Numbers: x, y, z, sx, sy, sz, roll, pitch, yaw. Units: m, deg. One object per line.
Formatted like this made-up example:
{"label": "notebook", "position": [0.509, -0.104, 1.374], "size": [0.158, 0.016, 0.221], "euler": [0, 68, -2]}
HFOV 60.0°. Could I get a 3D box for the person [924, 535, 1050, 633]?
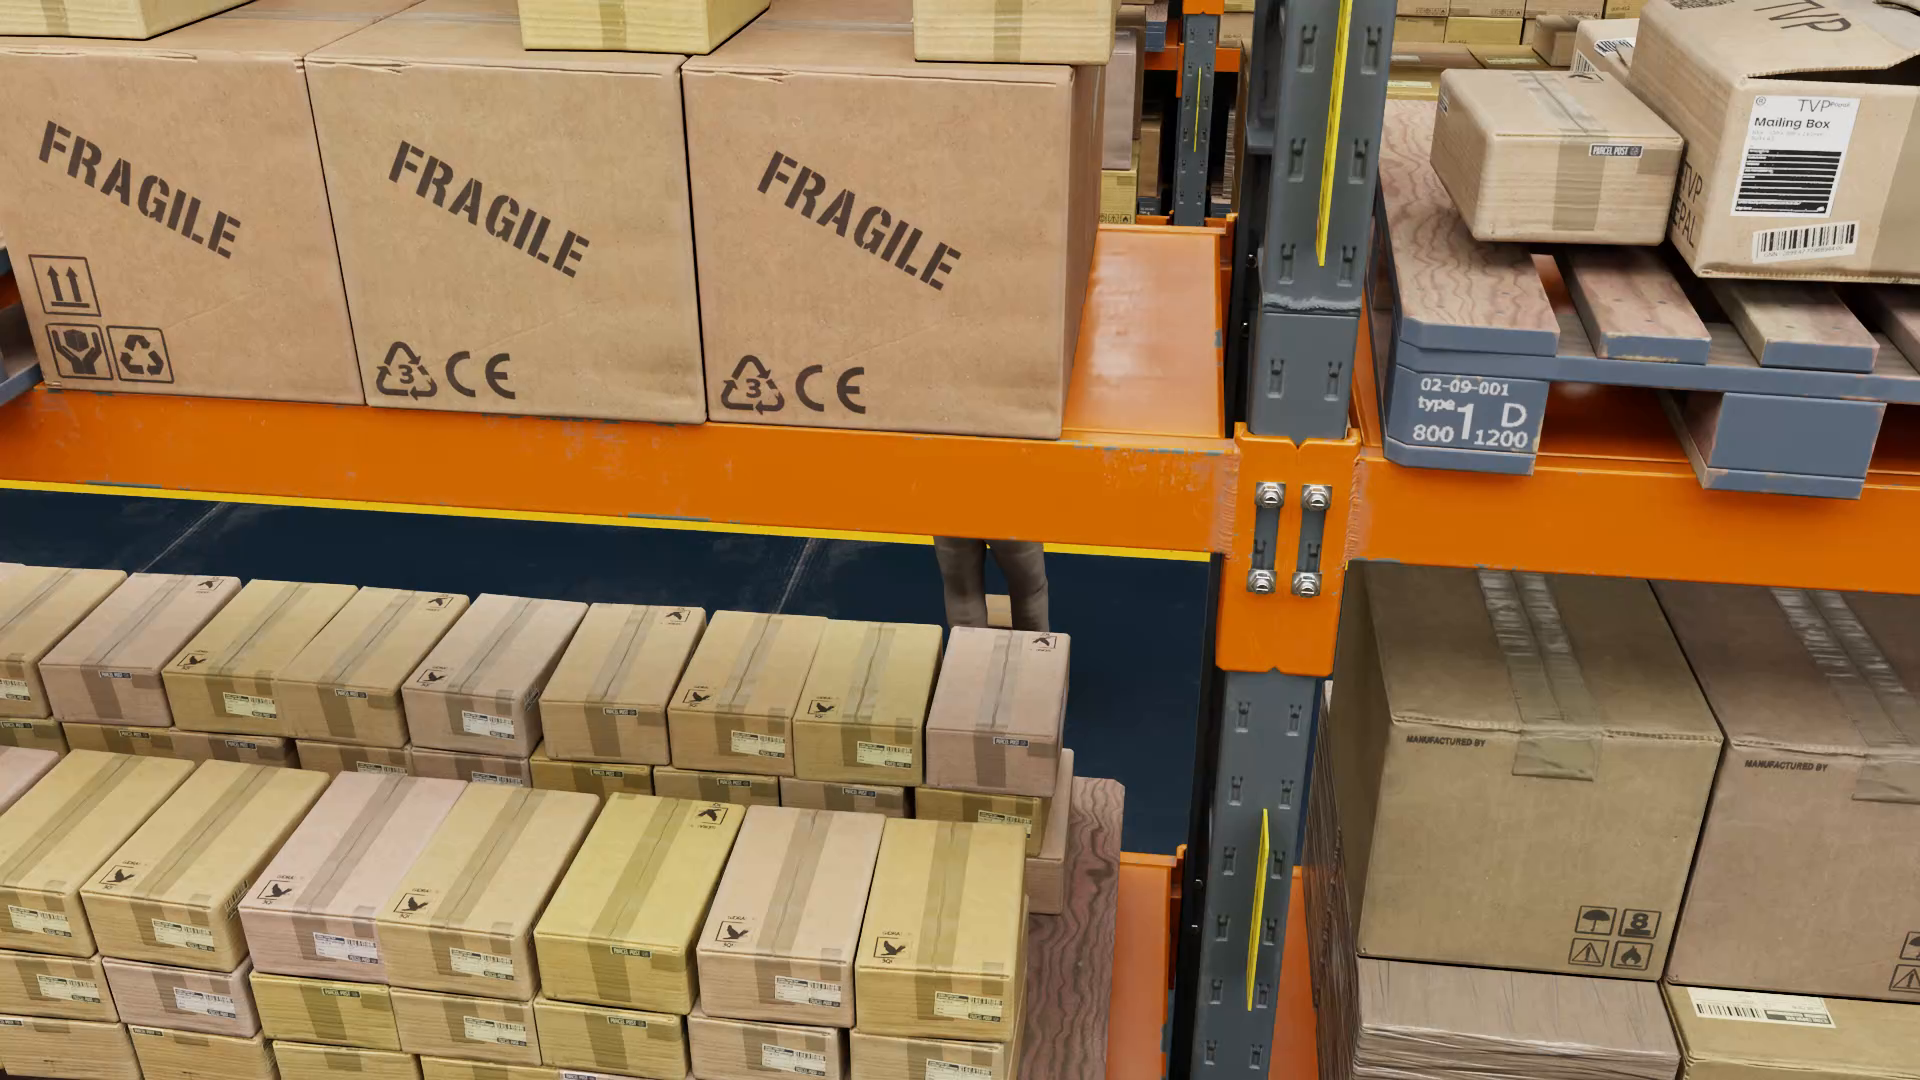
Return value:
{"label": "person", "position": [0.110, -0.165, 6.428], "size": [0.642, 1.728, 0.550], "euler": [3, 28, 6]}
